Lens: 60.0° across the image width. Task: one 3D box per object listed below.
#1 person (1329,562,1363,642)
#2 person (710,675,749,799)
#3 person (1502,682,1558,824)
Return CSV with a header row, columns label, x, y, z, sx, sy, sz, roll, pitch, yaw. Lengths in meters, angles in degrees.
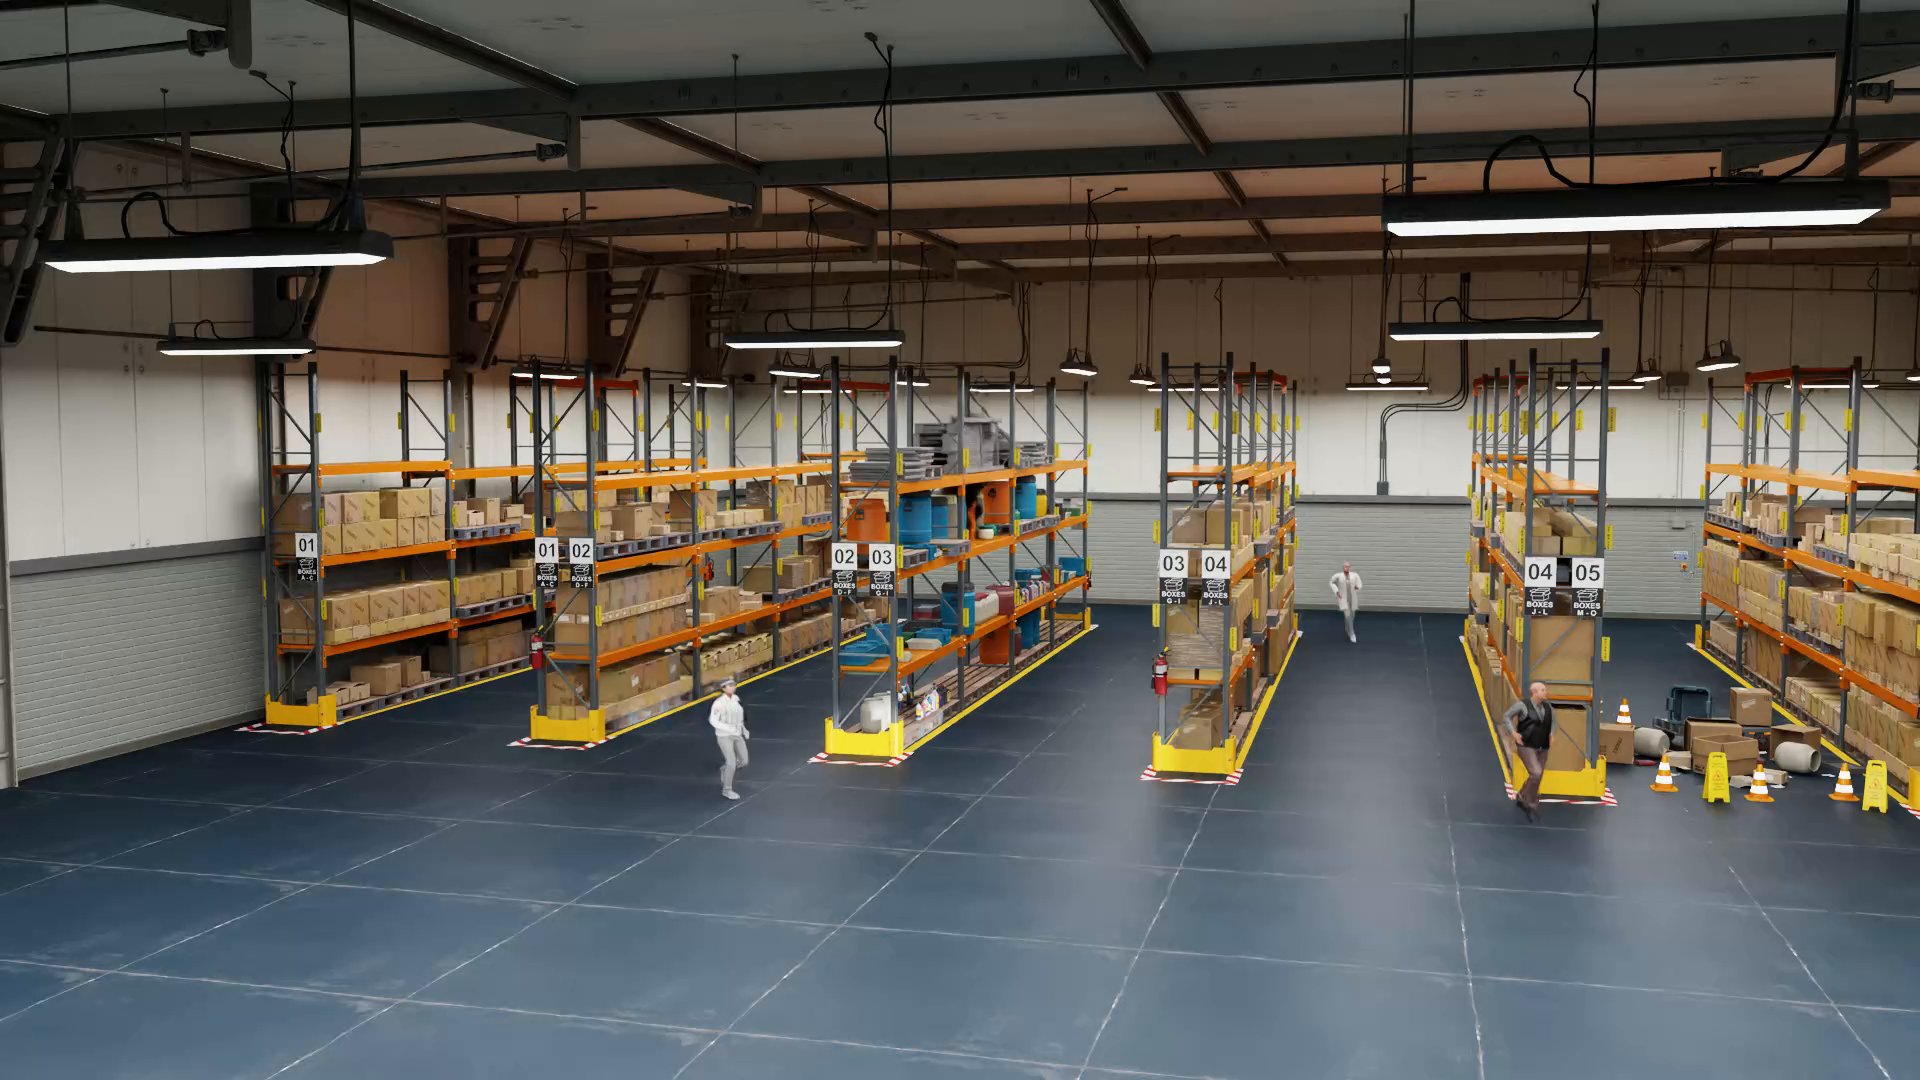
label,x,y,z,sx,sy,sz,roll,pitch,yaw
person,8.925,1.412,38.399,0.711,1.808,0.968,0,4,-4
person,-3.070,2.623,22.217,0.550,1.658,0.614,3,5,39
person,7.279,2.673,21.103,0.661,1.755,0.720,-1,4,-17
